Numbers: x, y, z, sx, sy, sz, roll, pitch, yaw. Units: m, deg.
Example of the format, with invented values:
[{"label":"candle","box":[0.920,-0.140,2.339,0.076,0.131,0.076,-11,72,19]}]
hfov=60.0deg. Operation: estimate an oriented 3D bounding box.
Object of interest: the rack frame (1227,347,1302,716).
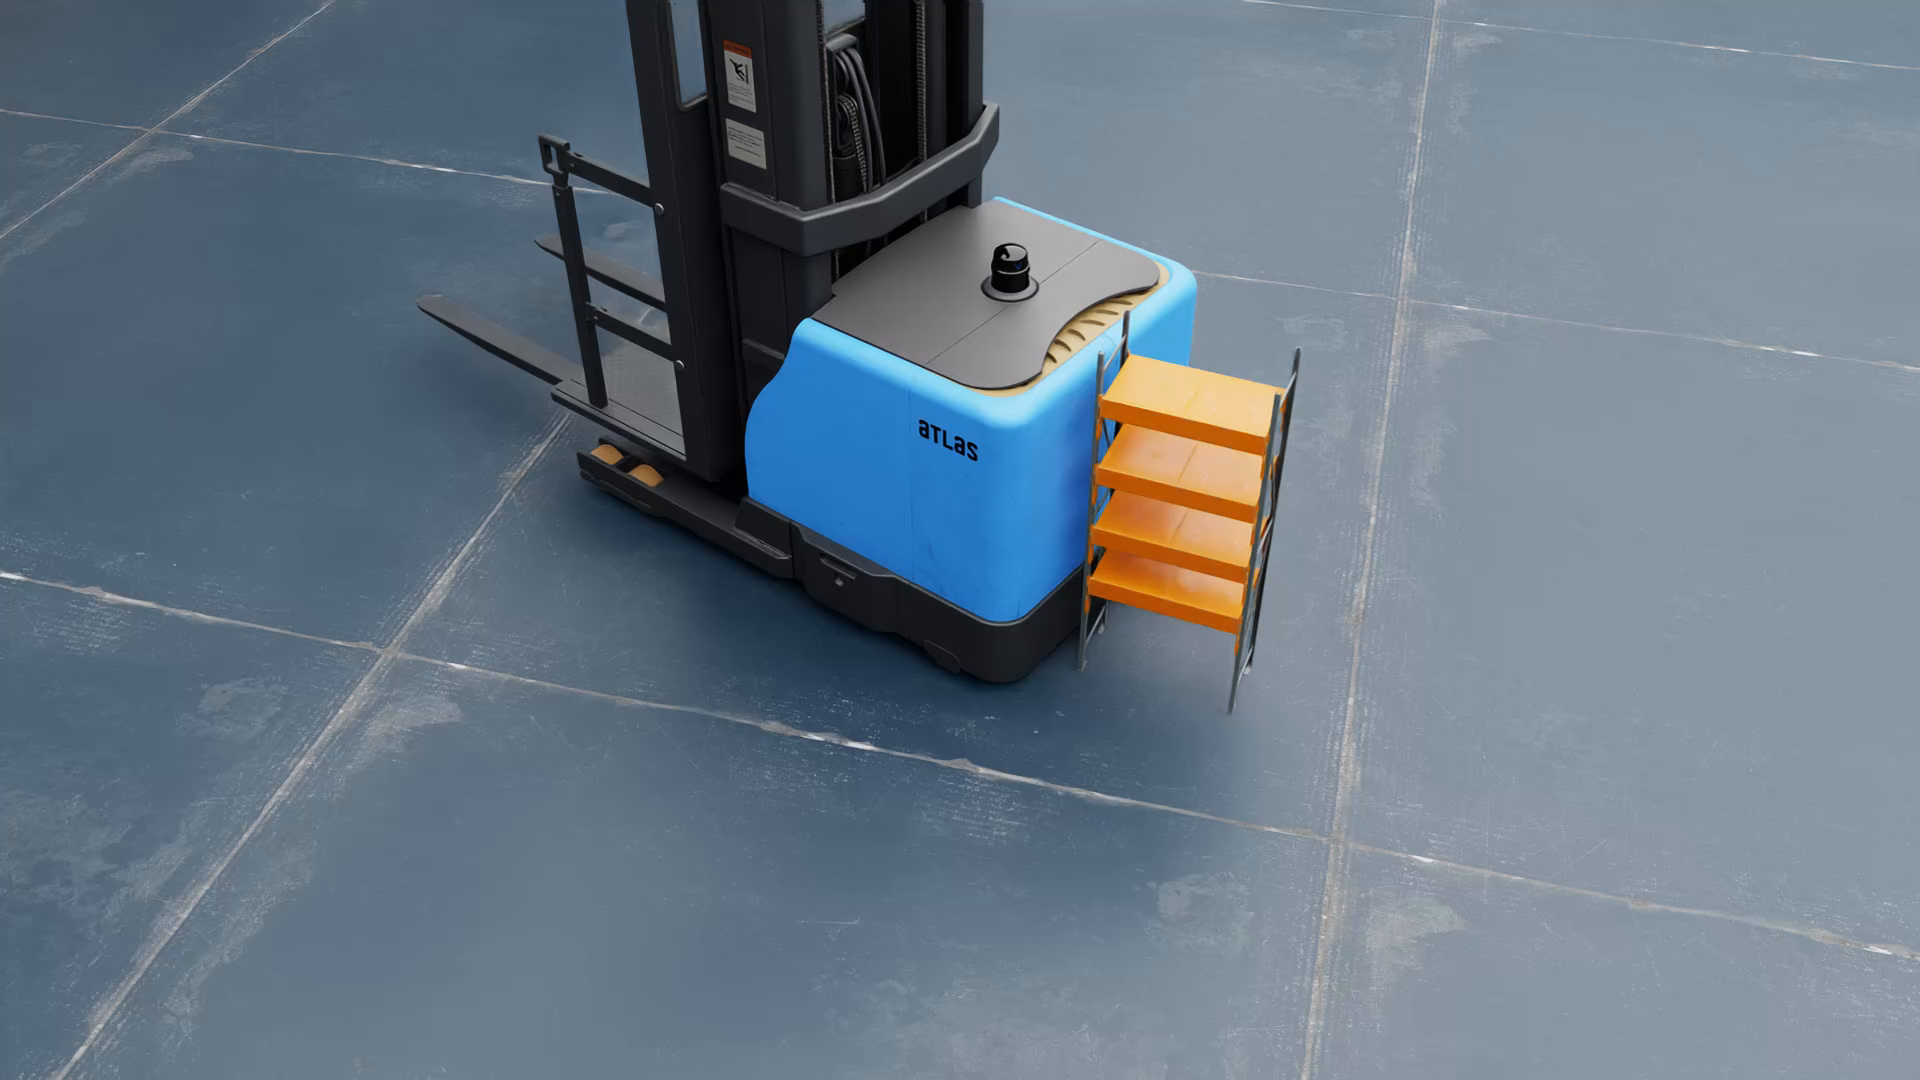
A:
[{"label":"rack frame","box":[0.874,0.008,4.807,0.015,1.200,0.240,15,42,17]}]

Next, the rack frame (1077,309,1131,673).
[{"label":"rack frame","box":[0.424,-0.113,4.952,0.015,1.200,0.240,15,42,17]}]

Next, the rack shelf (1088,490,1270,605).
[{"label":"rack shelf","box":[0.649,-0.001,4.923,0.480,0.148,0.258,15,42,17]}]

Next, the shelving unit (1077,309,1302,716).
[{"label":"shelving unit","box":[0.649,-0.052,4.879,0.503,1.200,0.258,15,42,17]}]

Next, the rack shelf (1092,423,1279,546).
[{"label":"rack shelf","box":[0.649,-0.172,4.779,0.480,0.148,0.258,15,42,17]}]

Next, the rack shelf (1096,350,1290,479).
[{"label":"rack shelf","box":[0.649,-0.353,4.627,0.480,0.148,0.258,15,42,17]}]

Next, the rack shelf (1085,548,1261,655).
[{"label":"rack shelf","box":[0.649,0.151,5.050,0.480,0.148,0.258,15,42,17]}]

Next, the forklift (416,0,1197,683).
[{"label":"forklift","box":[-0.735,-1.463,5.212,3.031,2.935,1.130,26,47,28]}]
